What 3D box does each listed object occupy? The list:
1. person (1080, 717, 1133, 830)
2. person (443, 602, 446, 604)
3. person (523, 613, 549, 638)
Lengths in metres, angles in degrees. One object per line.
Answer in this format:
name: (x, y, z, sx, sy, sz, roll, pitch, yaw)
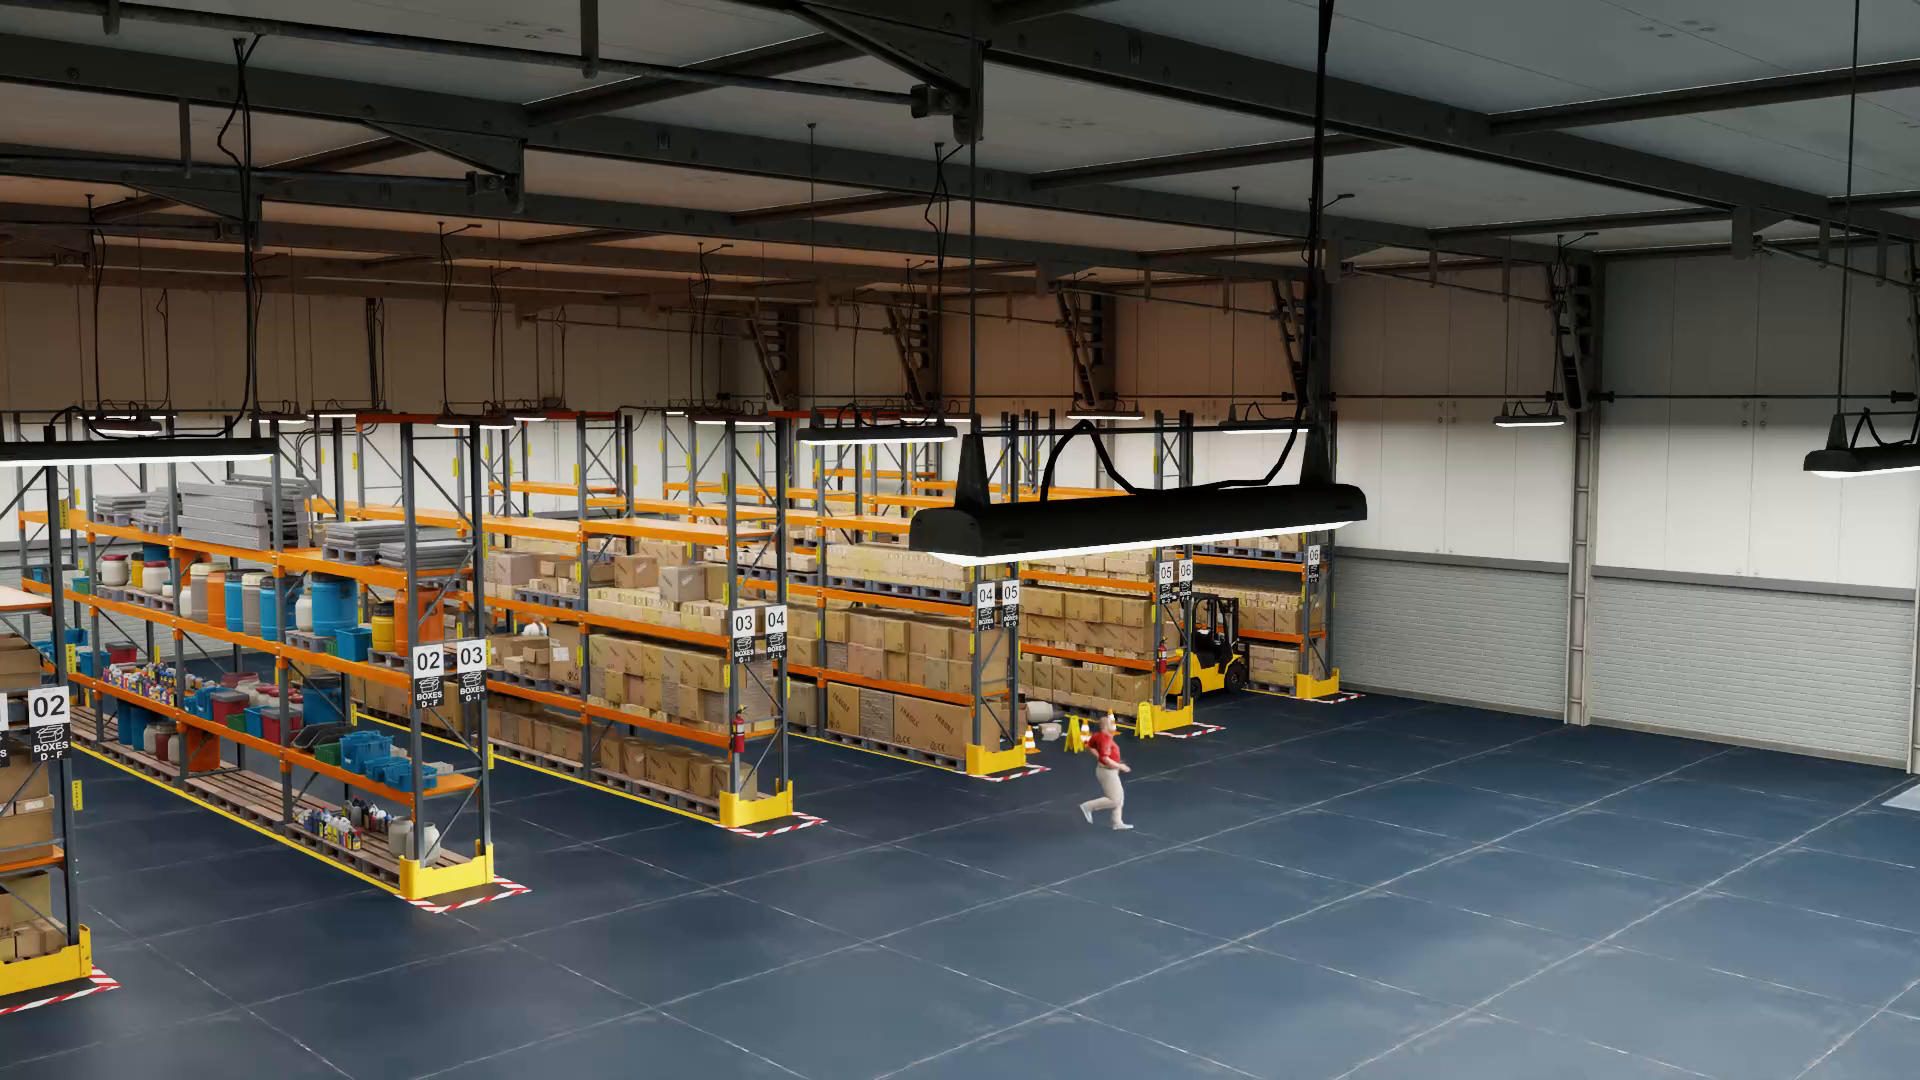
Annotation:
person: (2.122, 3.398, 24.178, 0.829, 1.686, 0.677, -1, 5, -9)
person: (-12.010, 2.215, 38.326, 0.647, 1.607, 0.517, -1, 5, -6)
person: (-8.973, 2.393, 35.339, 0.875, 1.748, 0.708, 4, 6, 40)
